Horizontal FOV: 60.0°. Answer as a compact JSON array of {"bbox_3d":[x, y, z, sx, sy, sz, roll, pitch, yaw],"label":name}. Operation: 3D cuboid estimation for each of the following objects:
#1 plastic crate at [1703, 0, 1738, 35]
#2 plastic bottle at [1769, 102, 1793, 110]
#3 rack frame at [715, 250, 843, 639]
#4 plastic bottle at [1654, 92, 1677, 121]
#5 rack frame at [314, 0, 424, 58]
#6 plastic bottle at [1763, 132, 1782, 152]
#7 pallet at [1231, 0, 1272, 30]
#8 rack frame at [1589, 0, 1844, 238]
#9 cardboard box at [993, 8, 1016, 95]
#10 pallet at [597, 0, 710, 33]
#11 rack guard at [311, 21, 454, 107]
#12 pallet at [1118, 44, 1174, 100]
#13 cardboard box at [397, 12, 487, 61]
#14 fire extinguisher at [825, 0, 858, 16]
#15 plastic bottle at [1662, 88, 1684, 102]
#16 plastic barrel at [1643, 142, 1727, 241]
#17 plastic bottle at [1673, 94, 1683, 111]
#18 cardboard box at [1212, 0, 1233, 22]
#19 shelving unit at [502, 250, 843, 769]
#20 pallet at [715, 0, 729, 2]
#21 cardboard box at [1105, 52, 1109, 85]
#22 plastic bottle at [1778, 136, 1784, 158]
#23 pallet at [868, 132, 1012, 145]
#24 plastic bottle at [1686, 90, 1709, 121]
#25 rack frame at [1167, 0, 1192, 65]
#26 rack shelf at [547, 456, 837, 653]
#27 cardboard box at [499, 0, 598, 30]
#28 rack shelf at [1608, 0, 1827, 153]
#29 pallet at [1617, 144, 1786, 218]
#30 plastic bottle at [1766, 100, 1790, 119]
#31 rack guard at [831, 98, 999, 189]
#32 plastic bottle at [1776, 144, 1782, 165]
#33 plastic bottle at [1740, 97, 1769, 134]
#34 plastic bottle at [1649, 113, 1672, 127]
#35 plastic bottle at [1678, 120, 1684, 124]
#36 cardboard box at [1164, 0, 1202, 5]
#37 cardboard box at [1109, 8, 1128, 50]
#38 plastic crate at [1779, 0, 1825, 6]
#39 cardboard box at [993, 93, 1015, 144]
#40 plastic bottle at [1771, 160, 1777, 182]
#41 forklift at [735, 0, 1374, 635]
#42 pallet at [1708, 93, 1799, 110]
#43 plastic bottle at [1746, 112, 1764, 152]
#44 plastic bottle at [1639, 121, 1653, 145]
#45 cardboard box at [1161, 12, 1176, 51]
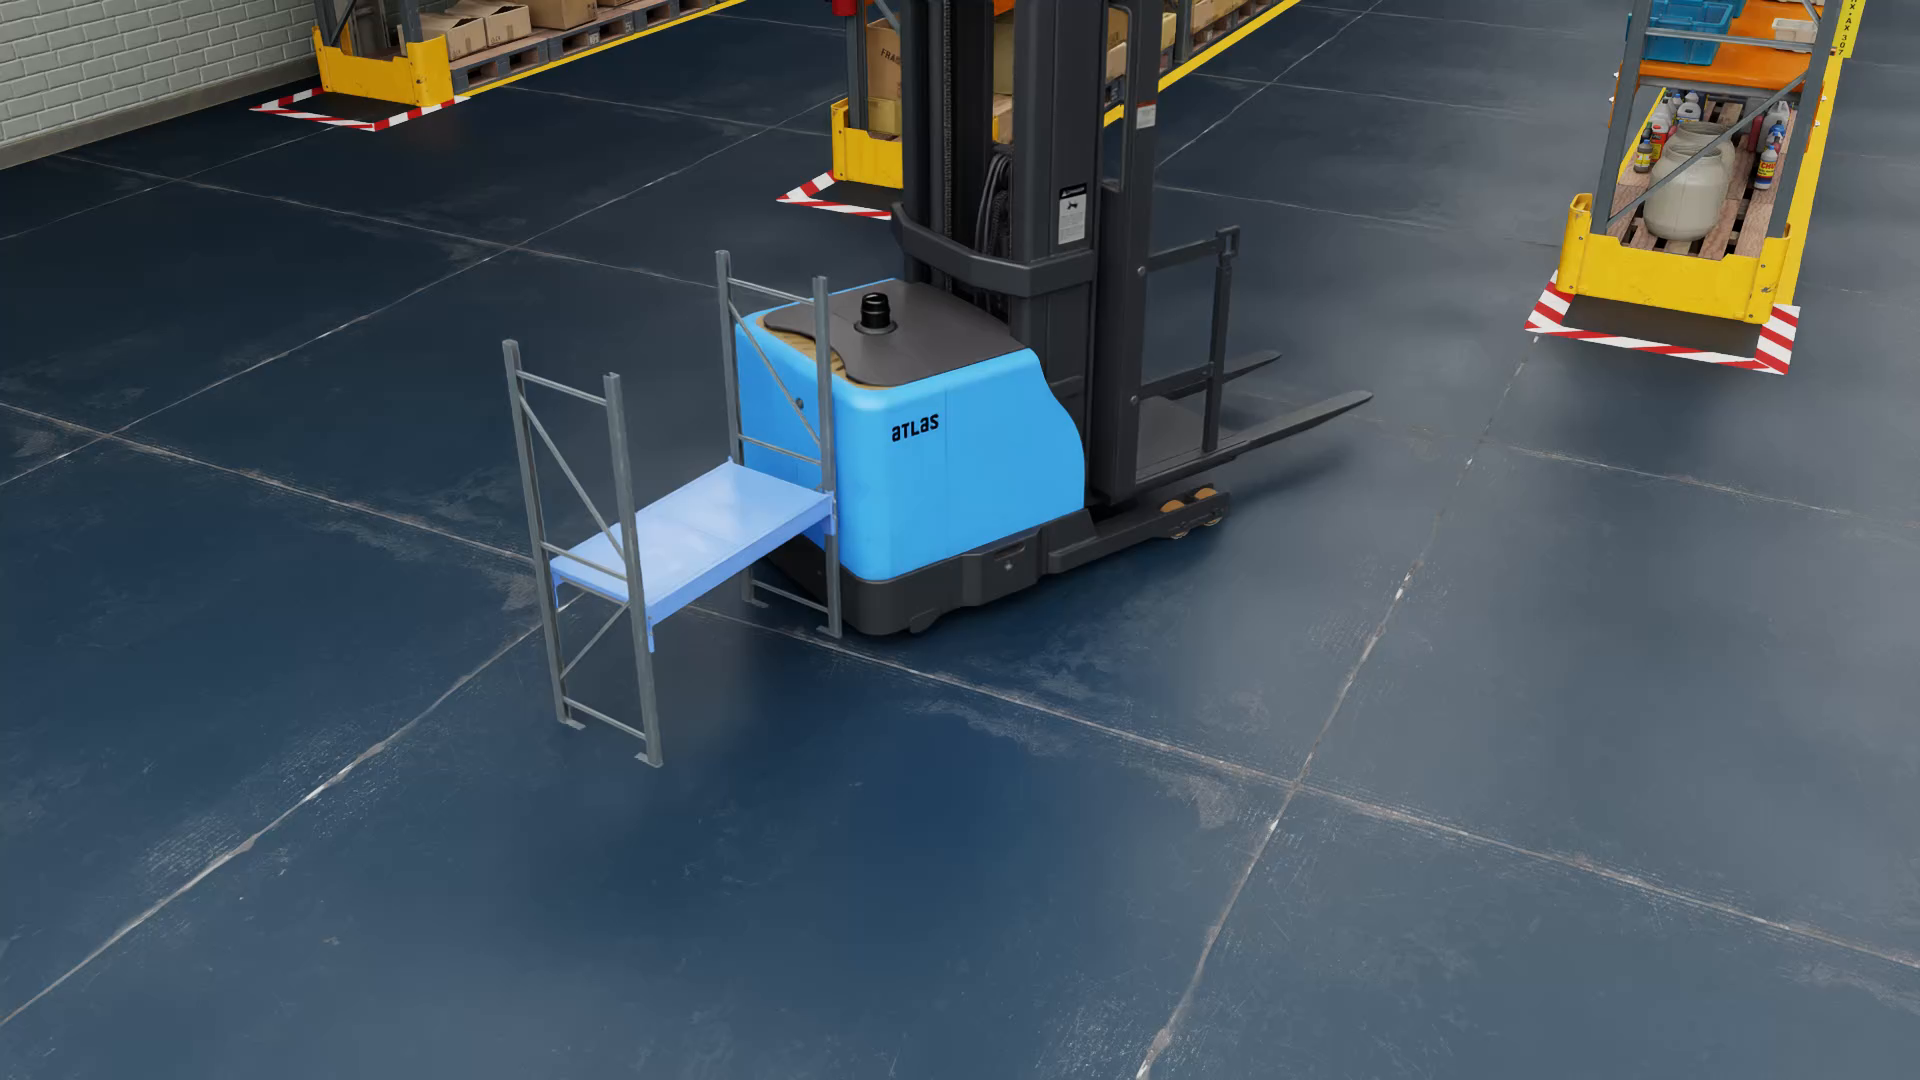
[{"bbox_3d":[4.368,-3.182,9.928,0.499,0.251,0.408,14,33,23],"label":"plastic crate"},{"bbox_3d":[5.803,-3.050,11.767,0.144,0.351,0.185,13,32,21],"label":"plastic bottle"},{"bbox_3d":[-0.680,-0.337,6.331,0.500,1.500,0.032,19,35,30],"label":"rack frame"},{"bbox_3d":[4.911,-2.950,11.593,0.144,0.351,0.185,14,33,23],"label":"plastic bottle"},{"bbox_3d":[-4.714,-4.918,12.801,1.000,3.000,0.127,14,33,23],"label":"rack frame"},{"bbox_3d":[5.365,-2.563,10.999,0.097,0.271,0.097,0,30,0],"label":"plastic bottle"},{"bbox_3d":[2.375,-5.238,16.159,1.003,0.211,1.213,14,33,23],"label":"pallet"},{"bbox_3d":[4.105,-2.670,8.888,1.000,3.000,0.127,14,33,23],"label":"rack frame"},{"bbox_3d":[0.366,-3.520,11.954,0.500,0.500,0.500,14,33,23],"label":"cardboard box"},{"bbox_3d":[-3.167,-5.176,16.051,1.003,0.211,1.213,14,33,23],"label":"pallet"},{"bbox_3d":[-4.680,-3.867,13.483,1.175,0.500,0.348,14,33,23],"label":"rack guard"},{"bbox_3d":[1.120,-4.017,14.032,1.003,0.211,1.213,14,33,23],"label":"pallet"},{"bbox_3d":[-4.319,-4.229,13.860,0.500,0.311,0.500,11,32,18],"label":"cardboard box"},{"bbox_3d":[-0.770,-3.815,10.959,0.296,0.674,0.183,14,33,23],"label":"fire extinguisher"},{"bbox_3d":[5.104,-3.138,11.921,0.144,0.351,0.185,13,32,21],"label":"plastic bottle"},{"bbox_3d":[4.337,-2.083,9.941,0.421,0.512,0.421,0,30,0],"label":"plastic barrel"},{"bbox_3d":[5.071,-3.030,11.812,0.097,0.271,0.097,0,30,0],"label":"plastic bottle"},{"bbox_3d":[2.158,-4.907,15.123,0.500,0.250,0.500,15,33,24],"label":"cardboard box"},{"bbox_3d":[-0.970,-0.129,5.969,0.538,1.500,1.048,19,35,30],"label":"shelving unit"},{"bbox_3d":[-2.539,-5.827,17.185,1.003,0.211,1.213,14,33,23],"label":"pallet"},{"bbox_3d":[0.824,-3.637,12.911,0.500,0.250,0.500,14,33,23],"label":"cardboard box"},{"bbox_3d":[5.549,-2.712,11.329,0.097,0.201,0.097,0,30,0],"label":"plastic bottle"},{"bbox_3d":[0.008,-2.935,12.149,1.003,0.211,1.213,14,33,23],"label":"pallet"},{"bbox_3d":[5.319,-3.189,12.010,0.144,0.351,0.185,14,33,23],"label":"plastic bottle"},{"bbox_3d":[1.519,-5.569,13.935,1.000,3.000,0.127,14,33,23],"label":"rack frame"},{"bbox_3d":[-0.970,0.027,6.058,0.538,0.185,1.000,19,35,30],"label":"rack shelf"},{"bbox_3d":[-3.681,-4.877,14.800,0.700,0.500,0.500,12,32,20],"label":"cardboard box"},{"bbox_3d":[5.016,-3.245,10.611,1.077,0.370,4.000,14,33,23],"label":"rack shelf"},{"bbox_3d":[5.030,-2.403,11.223,1.003,0.211,1.213,14,33,23],"label":"pallet"},{"bbox_3d":[5.656,-2.906,11.517,0.144,0.351,0.185,14,33,23],"label":"plastic bottle"},{"bbox_3d":[-0.314,-2.701,11.451,1.175,0.500,0.348,14,33,23],"label":"rack guard"},{"bbox_3d":[5.455,-2.621,11.170,0.097,0.201,0.097,0,30,0],"label":"plastic bottle"},{"bbox_3d":[5.660,-3.040,11.824,0.152,0.276,0.135,14,33,23],"label":"plastic bottle"},{"bbox_3d":[4.754,-2.761,11.338,0.152,0.276,0.135,13,32,22],"label":"plastic bottle"},{"bbox_3d":[4.953,-2.794,11.472,0.097,0.201,0.097,0,30,0],"label":"plastic bottle"},{"bbox_3d":[1.930,-4.928,14.596,0.500,0.311,0.500,14,33,23],"label":"cardboard box"},{"bbox_3d":[1.040,-4.187,13.116,0.500,0.500,0.500,14,33,23],"label":"cardboard box"},{"bbox_3d":[5.413,-3.552,10.688,0.530,0.136,0.437,14,33,23],"label":"plastic crate"},{"bbox_3d":[0.140,-2.973,11.754,0.500,0.250,0.500,14,33,23],"label":"cardboard box"},{"bbox_3d":[5.256,-2.426,10.832,0.097,0.201,0.097,0,30,0],"label":"plastic bottle"},{"bbox_3d":[0.576,-1.470,6.866,3.031,2.935,1.130,-20,35,-31],"label":"forklift"},{"bbox_3d":[6.251,-3.591,13.292,1.003,0.211,1.213,14,33,23],"label":"pallet"},{"bbox_3d":[5.483,-2.830,11.452,0.061,0.283,0.133,14,33,23],"label":"plastic bottle"},{"bbox_3d":[4.589,-2.653,11.143,0.061,0.283,0.133,15,33,24],"label":"plastic bottle"},{"bbox_3d":[1.503,-4.303,14.071,0.500,0.250,0.500,14,33,23],"label":"cardboard box"}]
